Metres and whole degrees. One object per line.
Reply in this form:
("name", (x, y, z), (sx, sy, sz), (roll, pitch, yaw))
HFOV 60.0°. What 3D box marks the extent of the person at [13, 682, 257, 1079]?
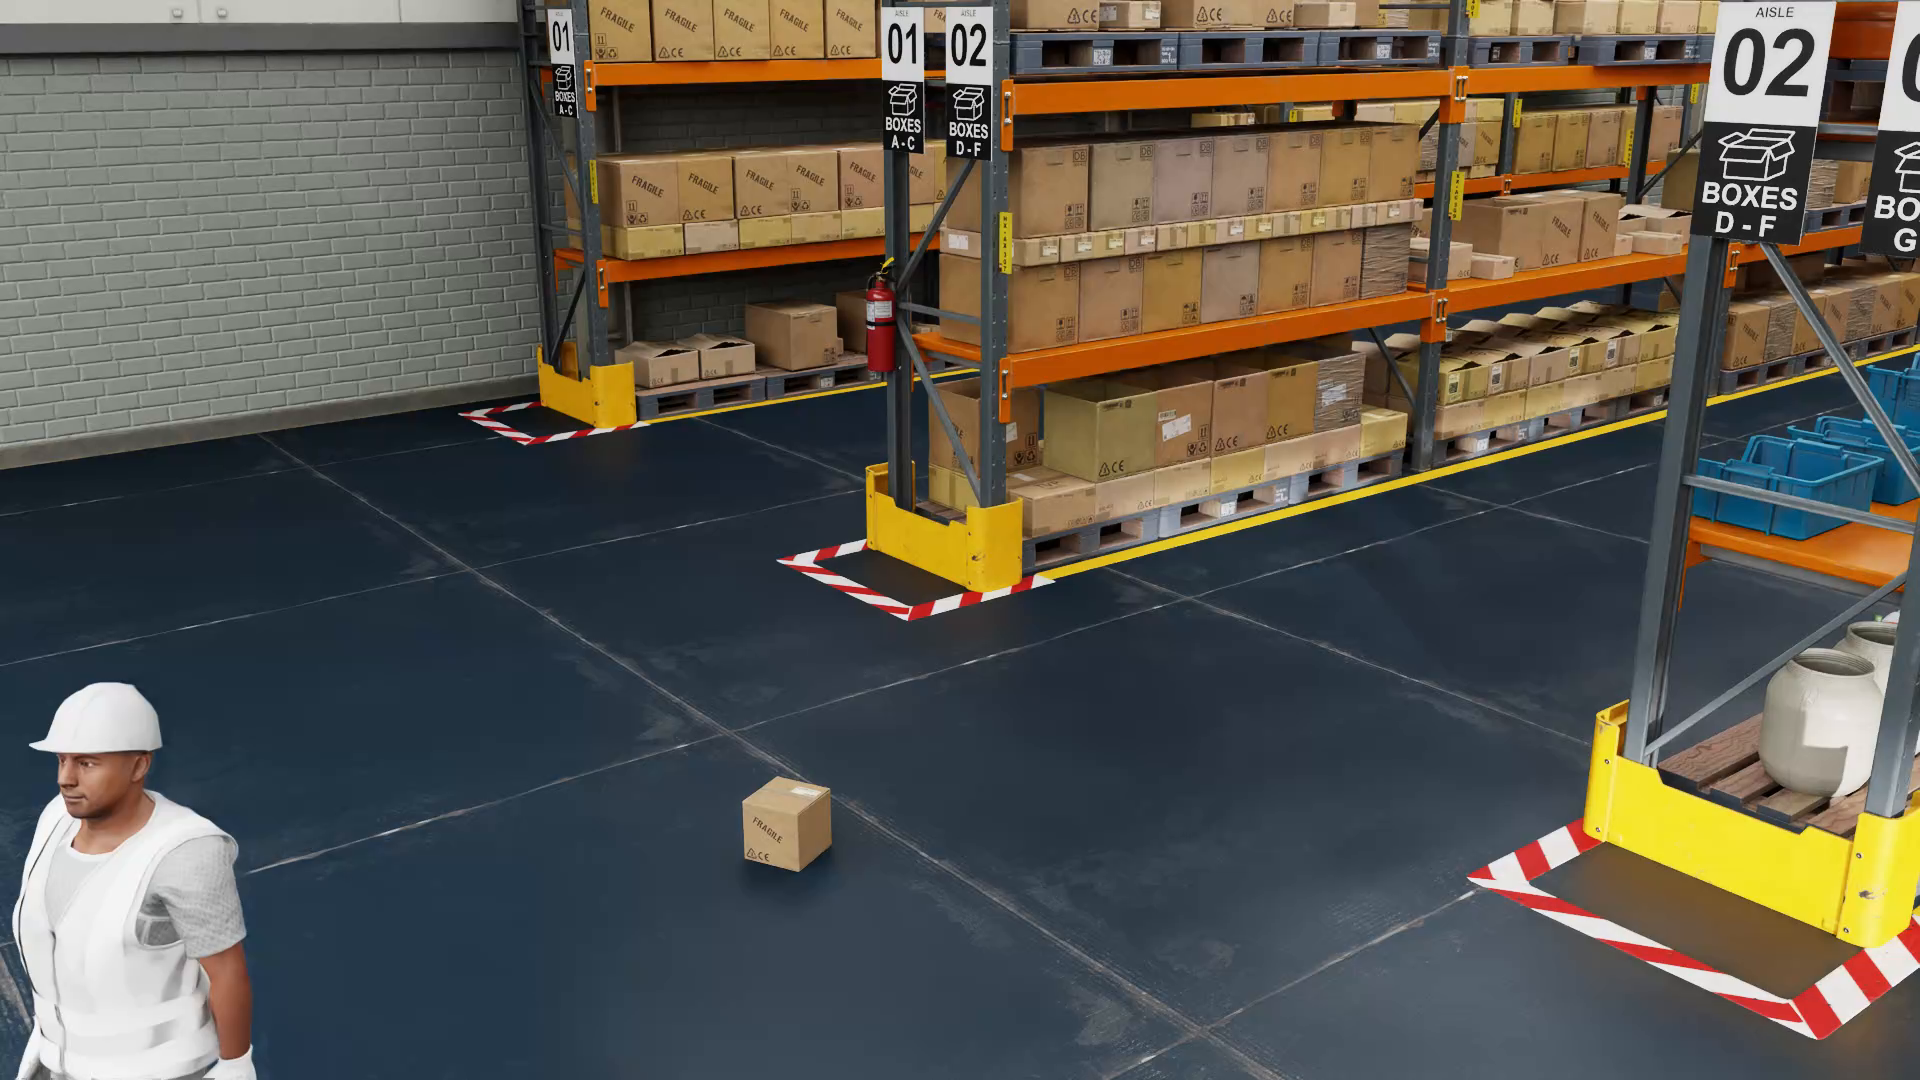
("person", (-1.872, 1.156, 3.825), (0.546, 1.757, 0.848), (10, 20, 30))
